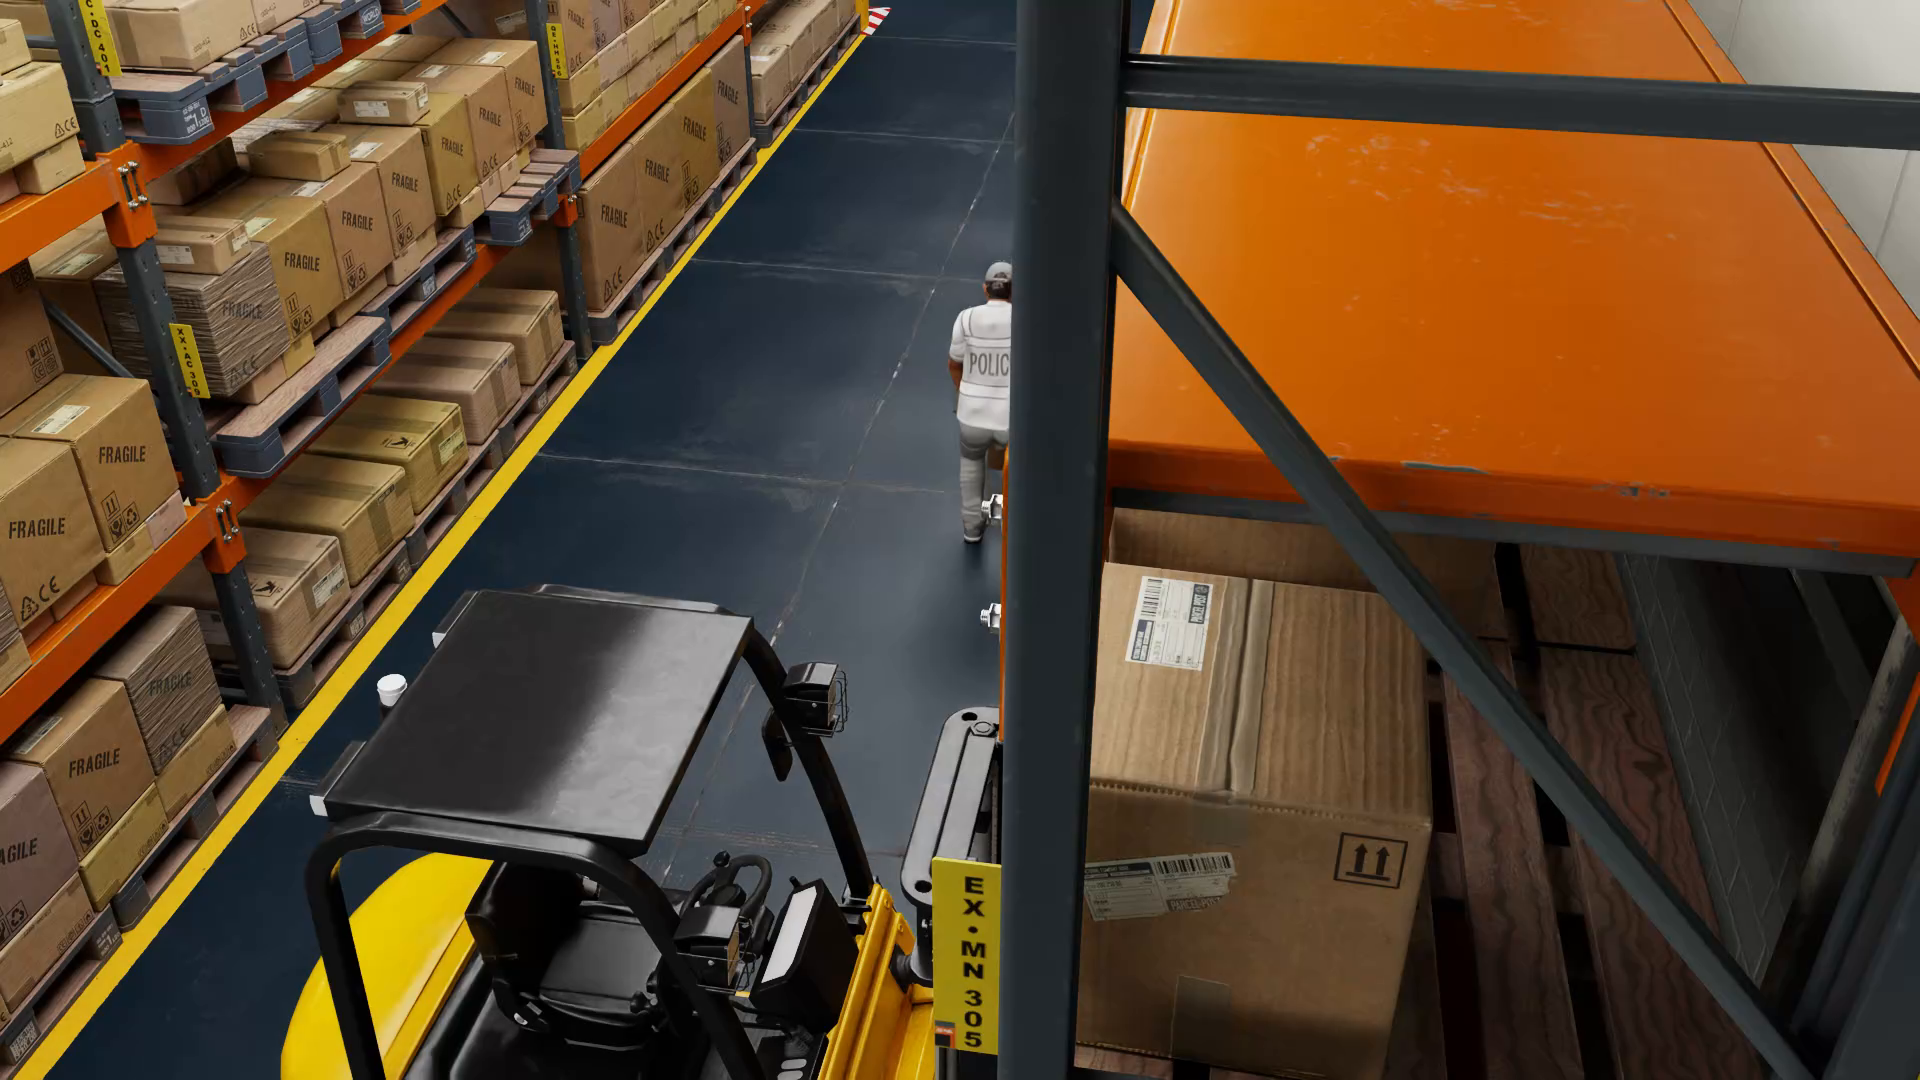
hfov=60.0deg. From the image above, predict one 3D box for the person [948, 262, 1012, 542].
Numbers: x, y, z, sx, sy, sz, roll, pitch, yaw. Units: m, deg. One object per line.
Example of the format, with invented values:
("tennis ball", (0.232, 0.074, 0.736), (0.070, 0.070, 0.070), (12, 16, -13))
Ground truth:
("person", (0.191, -0.694, 8.849), (0.512, 1.541, 0.591), (7, 33, 10))
